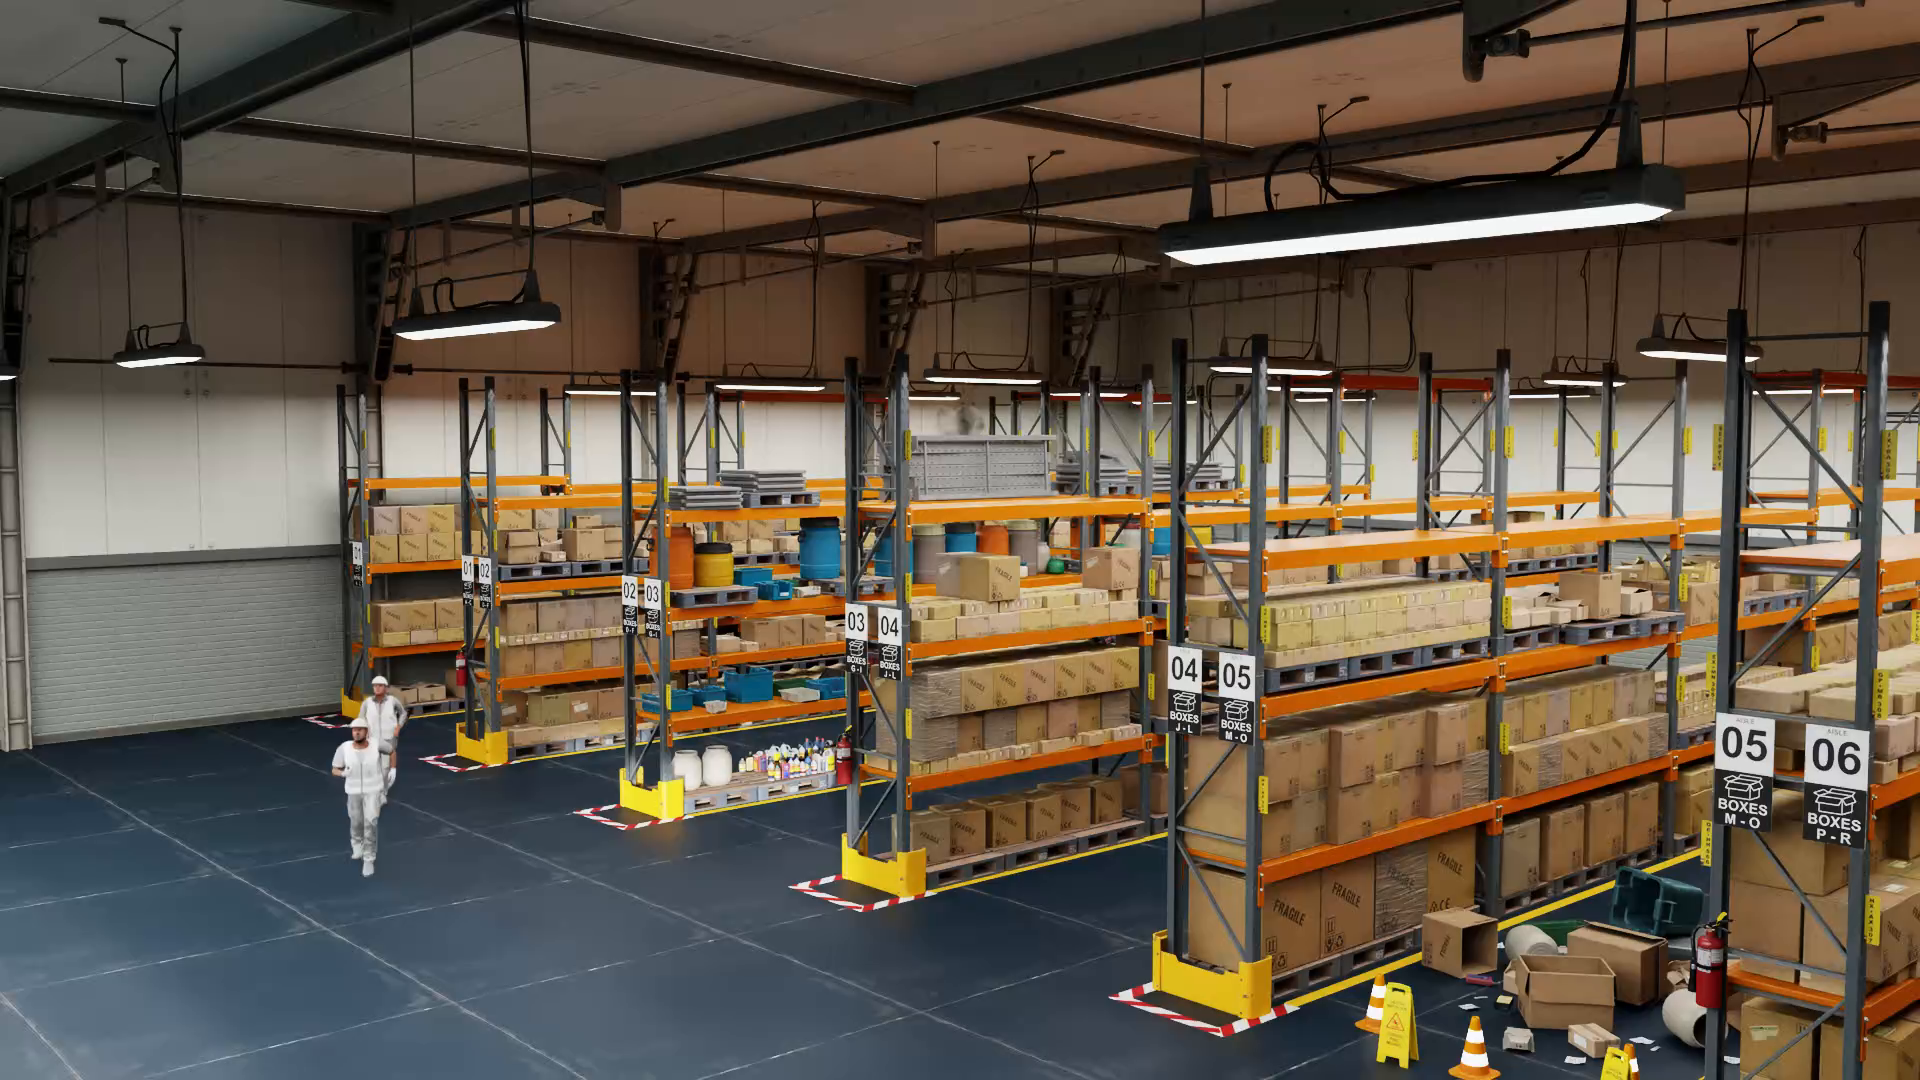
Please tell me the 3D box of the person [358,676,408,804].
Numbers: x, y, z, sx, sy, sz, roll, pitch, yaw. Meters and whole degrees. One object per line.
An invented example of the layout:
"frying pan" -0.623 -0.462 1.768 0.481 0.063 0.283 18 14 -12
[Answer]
"person" -8.094 2.774 23.328 0.667 1.761 0.735 -1 4 -15

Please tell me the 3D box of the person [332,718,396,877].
"person" -7.020 2.988 19.605 0.689 1.830 0.923 -1 4 -12
